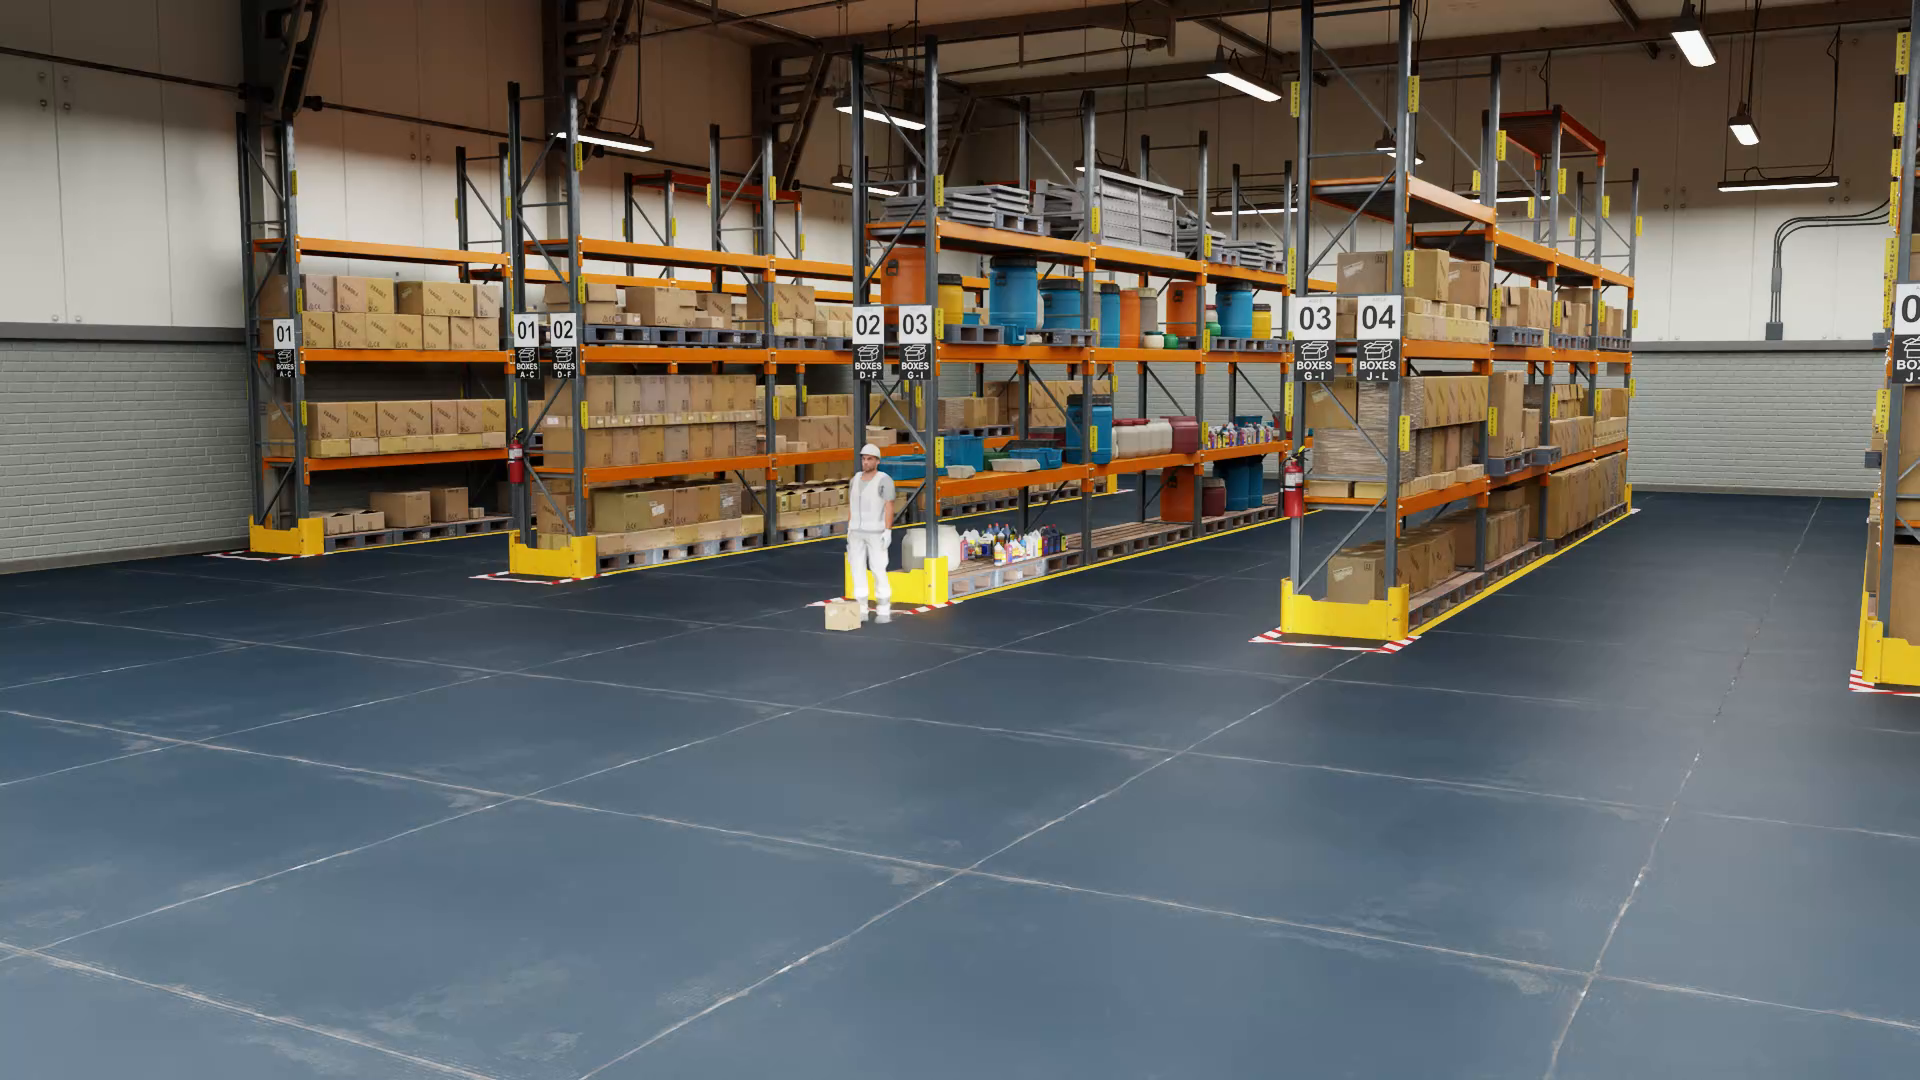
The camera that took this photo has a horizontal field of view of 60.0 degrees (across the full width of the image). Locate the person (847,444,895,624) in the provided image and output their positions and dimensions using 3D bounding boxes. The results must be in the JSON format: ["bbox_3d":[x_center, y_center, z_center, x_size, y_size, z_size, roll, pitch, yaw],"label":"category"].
[{"bbox_3d":[-0.908,-0.047,16.614,0.524,1.825,0.349,3,7,30],"label":"person"}]
